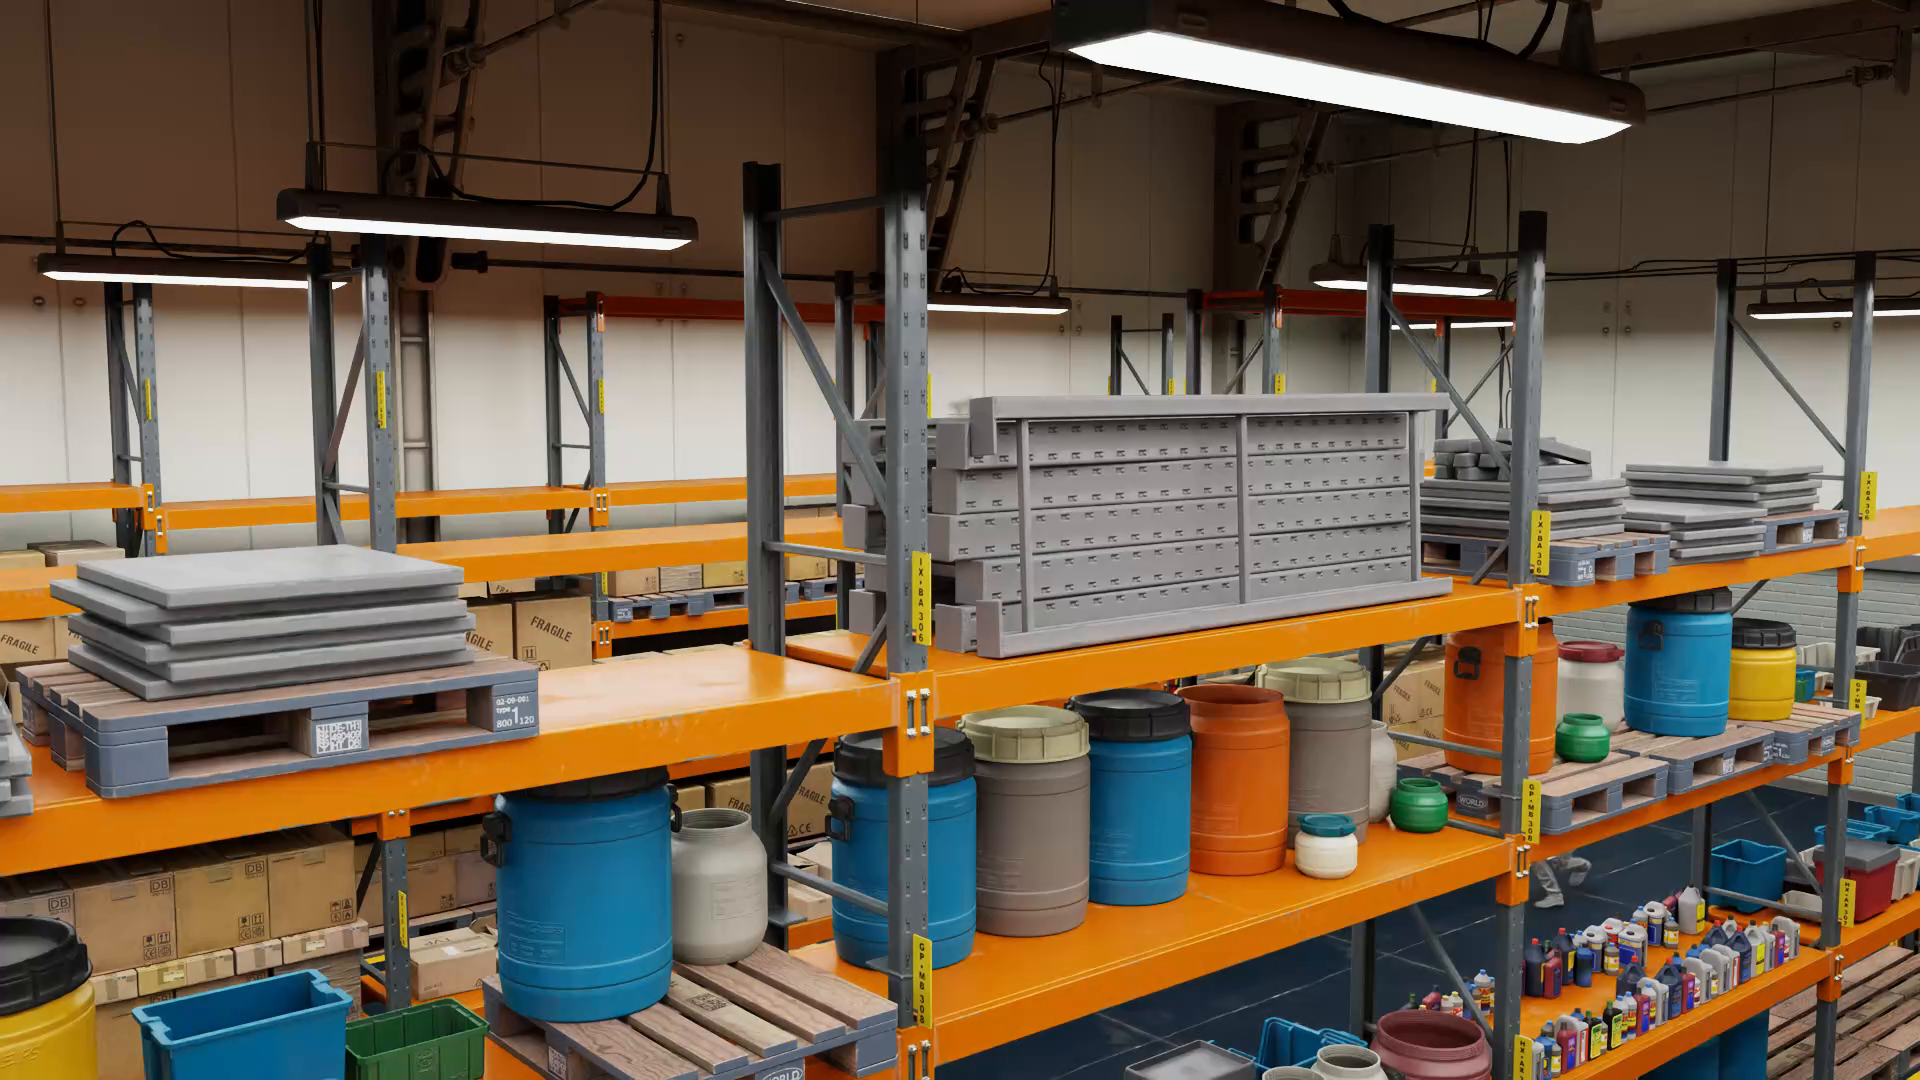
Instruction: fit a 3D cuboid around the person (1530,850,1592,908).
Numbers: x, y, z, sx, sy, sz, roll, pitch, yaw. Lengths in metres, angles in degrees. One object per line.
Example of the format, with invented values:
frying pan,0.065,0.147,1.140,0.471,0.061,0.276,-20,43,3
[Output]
person,5.872,2.827,16.306,1.077,1.574,0.684,-4,7,-33
